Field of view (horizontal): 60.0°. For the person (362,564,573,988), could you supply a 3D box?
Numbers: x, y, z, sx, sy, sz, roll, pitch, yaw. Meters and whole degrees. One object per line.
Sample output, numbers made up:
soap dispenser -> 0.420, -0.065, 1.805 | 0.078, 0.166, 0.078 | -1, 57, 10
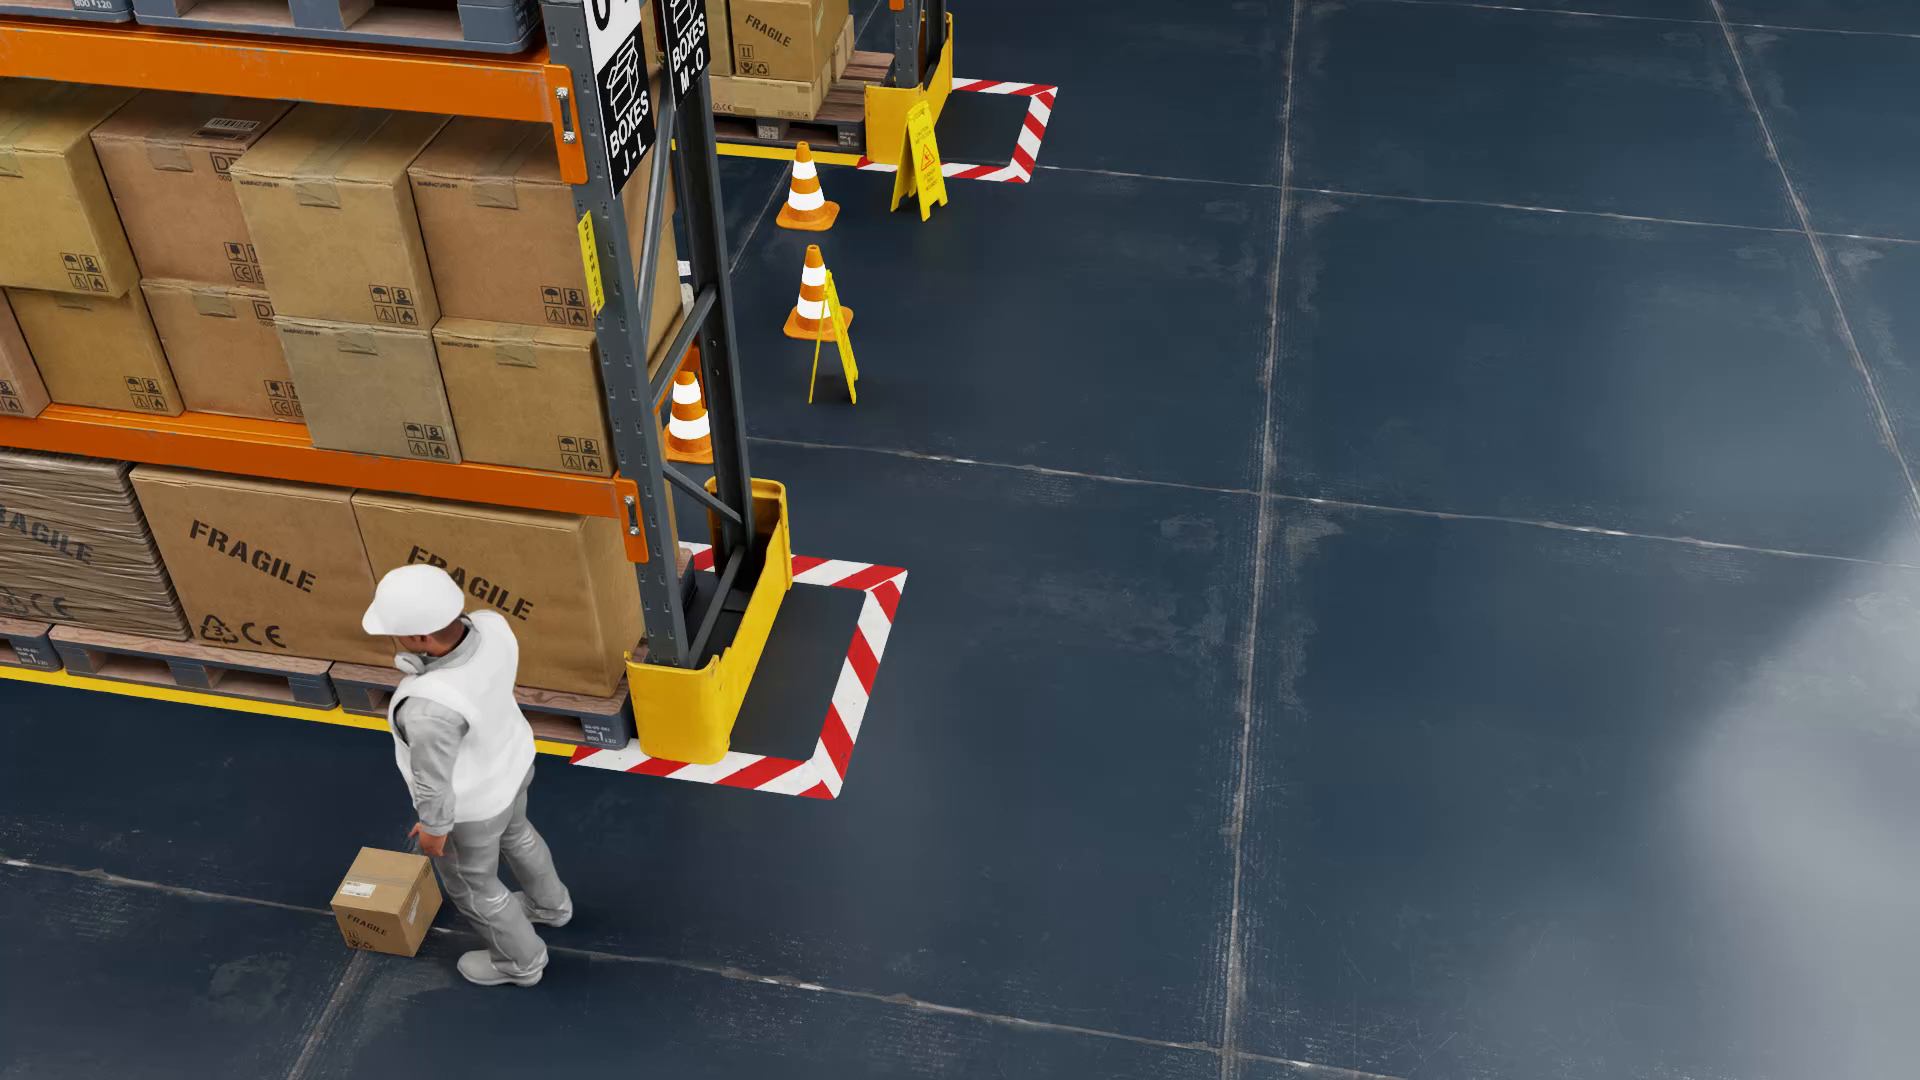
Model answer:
person -> -1.540, 0.764, 5.250 | 0.357, 1.771, 0.533 | 7, 41, 9
